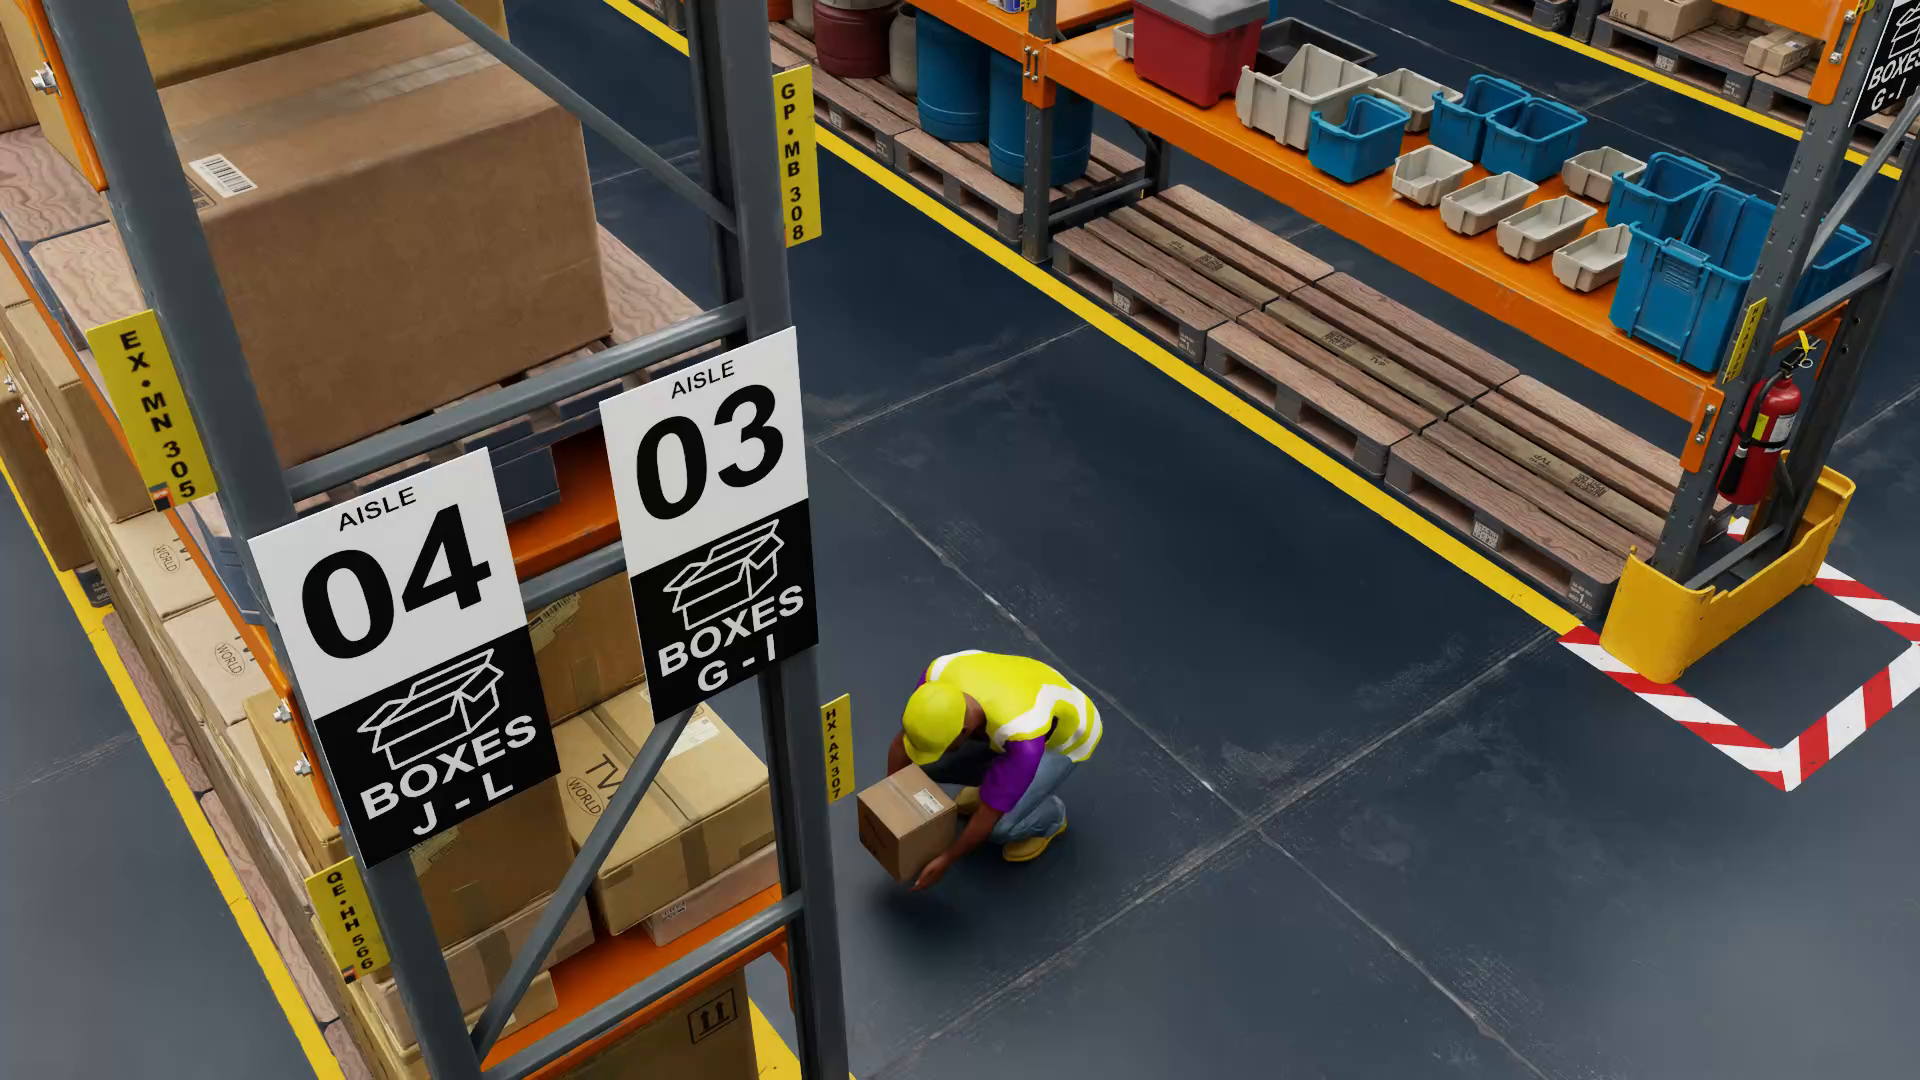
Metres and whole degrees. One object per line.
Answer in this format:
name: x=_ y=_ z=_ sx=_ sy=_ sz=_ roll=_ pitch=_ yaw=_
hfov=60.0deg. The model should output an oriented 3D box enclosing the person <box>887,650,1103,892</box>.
person: x=0.105 y=0.742 z=5.861 sx=0.898 sy=0.995 sz=0.586 roll=-26 pitch=47 yaw=-28
